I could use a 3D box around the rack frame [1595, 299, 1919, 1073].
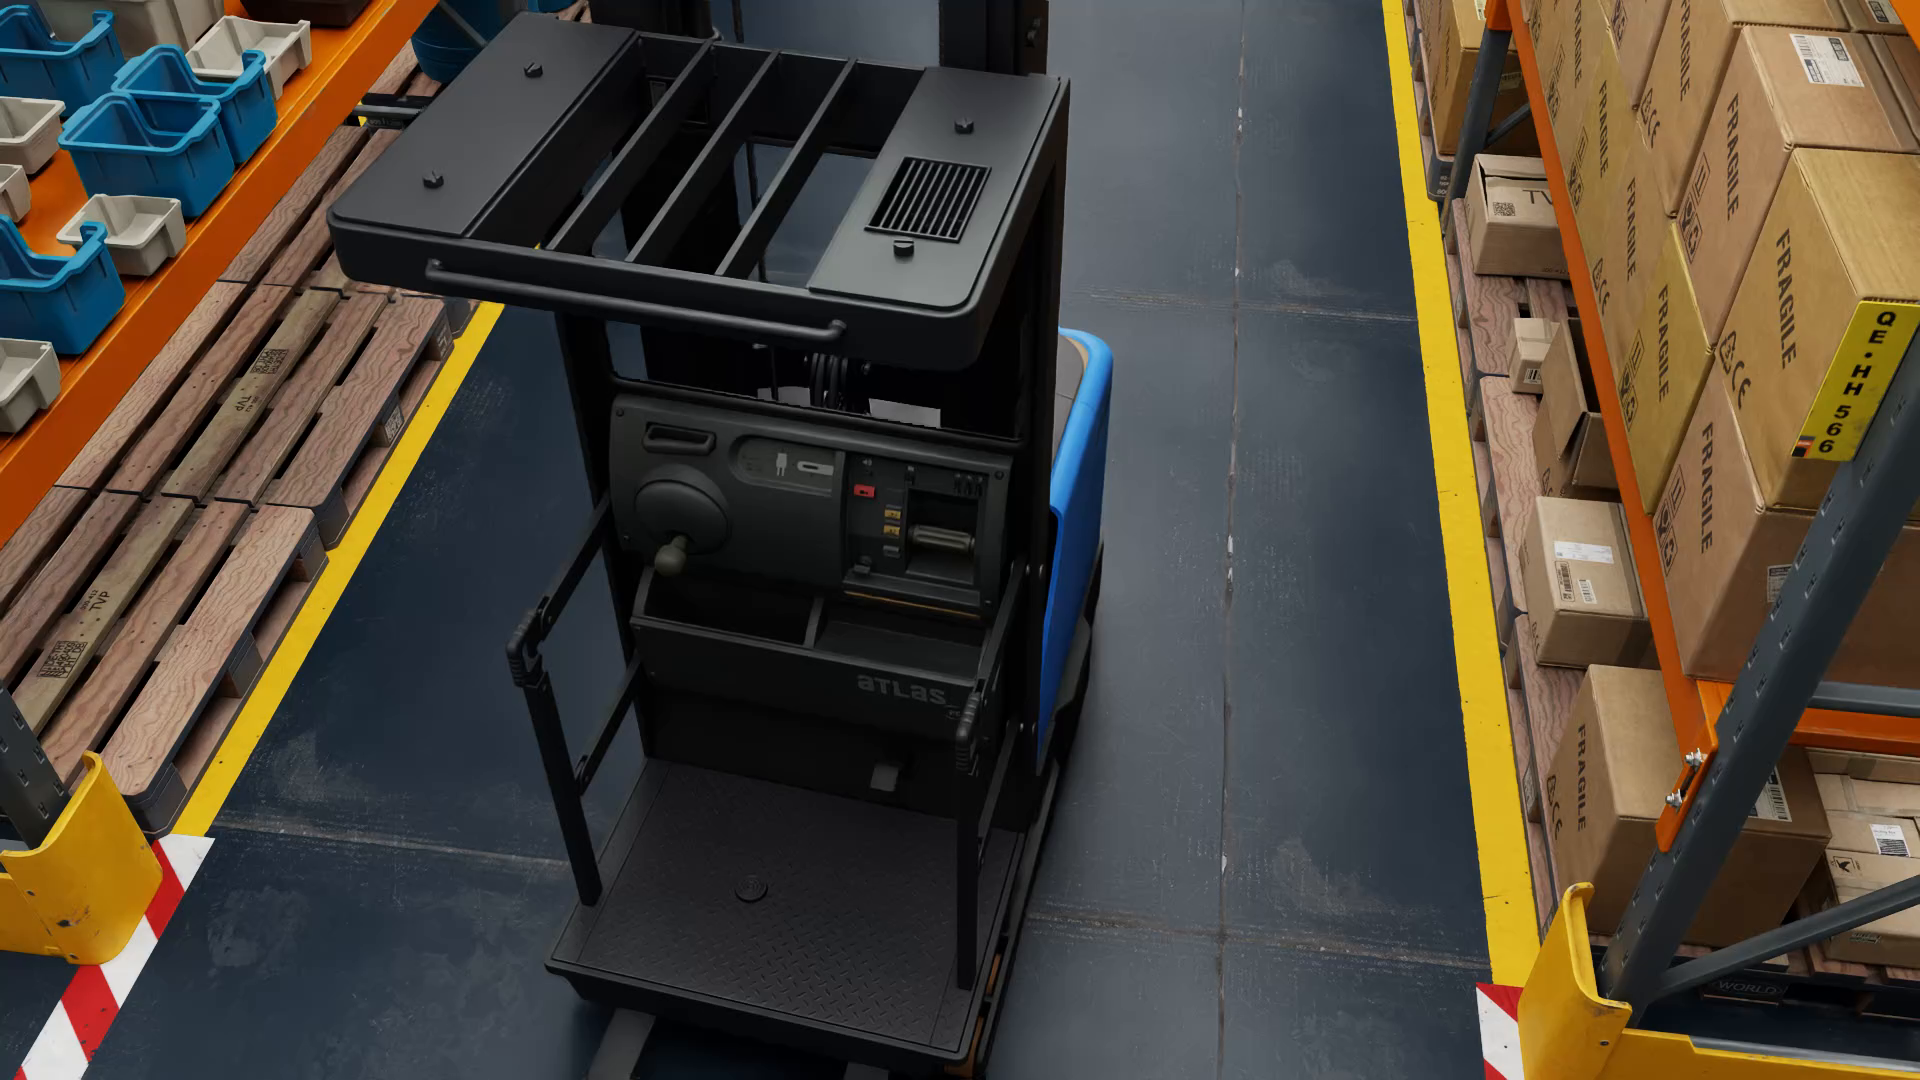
[{"bbox_3d":[2.039,0.340,3.209,1.000,3.000,0.127,5,44,6],"label":"rack frame"}]

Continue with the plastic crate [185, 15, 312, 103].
[{"bbox_3d":[-2.274,-1.551,5.354,0.293,0.136,0.466,5,44,6],"label":"plastic crate"}]

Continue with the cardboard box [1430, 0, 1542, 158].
[{"bbox_3d":[2.348,-2.000,7.179,0.500,0.500,0.500,5,44,5],"label":"cardboard box"}]

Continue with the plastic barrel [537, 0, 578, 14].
[{"bbox_3d":[-2.160,-3.081,8.043,0.600,0.901,0.708,5,44,6],"label":"plastic barrel"}]

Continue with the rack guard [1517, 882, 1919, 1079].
[{"bbox_3d":[2.049,1.196,4.123,1.175,0.500,0.348,5,44,6],"label":"rack guard"}]

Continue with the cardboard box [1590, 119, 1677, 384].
[{"bbox_3d":[1.964,-0.720,4.256,0.500,0.500,0.500,6,44,6],"label":"cardboard box"}]

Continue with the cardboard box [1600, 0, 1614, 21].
[{"bbox_3d":[2.090,-1.788,4.657,0.500,0.500,0.500,4,44,4],"label":"cardboard box"}]

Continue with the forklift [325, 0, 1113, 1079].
[{"bbox_3d":[-0.399,0.019,3.598,1.130,2.935,3.031,10,44,10],"label":"forklift"}]

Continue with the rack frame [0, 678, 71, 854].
[{"bbox_3d":[-2.871,-0.113,3.687,1.000,3.000,0.127,5,44,6],"label":"rack frame"}]

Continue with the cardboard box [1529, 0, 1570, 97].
[{"bbox_3d":[2.165,-1.750,5.344,0.500,0.500,0.500,6,44,6],"label":"cardboard box"}]

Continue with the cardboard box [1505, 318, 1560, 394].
[{"bbox_3d":[2.193,-0.660,6.006,0.380,0.166,0.250,5,44,6],"label":"cardboard box"}]

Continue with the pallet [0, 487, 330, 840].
[{"bbox_3d":[-2.723,0.341,5.236,1.003,0.211,1.213,5,44,6],"label":"pallet"}]

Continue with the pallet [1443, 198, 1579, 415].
[{"bbox_3d":[2.476,-0.905,6.553,1.003,0.211,1.213,5,44,6],"label":"pallet"}]

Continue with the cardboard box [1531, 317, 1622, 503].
[{"bbox_3d":[2.324,-0.358,5.443,0.797,0.503,0.637,5,44,6],"label":"cardboard box"}]

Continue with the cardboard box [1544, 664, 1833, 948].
[{"bbox_3d":[1.866,0.695,4.332,0.500,0.500,0.500,5,44,6],"label":"cardboard box"}]

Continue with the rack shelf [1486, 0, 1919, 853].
[{"bbox_3d":[2.303,-0.762,4.896,1.077,0.370,4.000,5,44,6],"label":"rack shelf"}]

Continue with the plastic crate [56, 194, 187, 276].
[{"bbox_3d":[-2.298,-0.850,4.615,0.250,0.136,0.298,5,44,6],"label":"plastic crate"}]

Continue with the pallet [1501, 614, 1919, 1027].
[{"bbox_3d":[2.153,0.758,4.797,1.003,0.211,1.213,5,44,6],"label":"pallet"}]

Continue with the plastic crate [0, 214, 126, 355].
[{"bbox_3d":[-2.425,-0.661,4.344,0.416,0.233,0.300,5,44,6],"label":"plastic crate"}]

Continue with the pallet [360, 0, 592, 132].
[{"bbox_3d":[-2.199,-2.348,8.077,1.003,0.211,1.213,5,44,6],"label":"pallet"}]

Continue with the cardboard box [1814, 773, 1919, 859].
[{"bbox_3d":[2.468,0.785,4.480,0.380,0.166,0.250,5,44,6],"label":"cardboard box"}]

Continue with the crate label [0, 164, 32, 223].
[{"bbox_3d":[-2.877,-0.999,4.772,0.396,0.136,0.243,5,44,6],"label":"crate label"}]

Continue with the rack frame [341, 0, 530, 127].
[{"bbox_3d":[-2.342,-2.839,6.566,1.000,3.000,0.127,5,44,6],"label":"rack frame"}]

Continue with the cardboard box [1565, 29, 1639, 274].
[{"bbox_3d":[2.031,-1.063,4.618,0.500,0.500,0.500,5,44,5],"label":"cardboard box"}]

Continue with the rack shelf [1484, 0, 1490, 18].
[{"bbox_3d":[2.832,-3.488,7.775,1.077,0.370,4.000,5,44,6],"label":"rack shelf"}]

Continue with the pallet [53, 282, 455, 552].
[{"bbox_3d":[-2.560,-0.488,6.112,1.003,0.211,1.213,5,44,6],"label":"pallet"}]

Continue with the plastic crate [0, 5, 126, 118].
[{"bbox_3d":[-2.854,-1.497,5.227,0.416,0.233,0.300,5,44,6],"label":"plastic crate"}]

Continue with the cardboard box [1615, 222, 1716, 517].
[{"bbox_3d":[1.893,-0.380,3.897,0.500,0.500,0.500,6,44,6],"label":"cardboard box"}]

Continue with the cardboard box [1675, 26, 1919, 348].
[{"bbox_3d":[1.891,-0.732,3.541,0.500,0.500,0.500,6,44,7],"label":"cardboard box"}]

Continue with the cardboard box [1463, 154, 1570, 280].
[{"bbox_3d":[2.297,-1.303,6.580,0.500,0.311,0.500,5,44,6],"label":"cardboard box"}]

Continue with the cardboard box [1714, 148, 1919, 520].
[{"bbox_3d":[1.825,-0.388,3.178,0.500,0.500,0.500,5,44,5],"label":"cardboard box"}]

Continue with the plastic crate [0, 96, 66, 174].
[{"bbox_3d":[-2.857,-1.203,4.987,0.298,0.136,0.250,5,44,6],"label":"plastic crate"}]

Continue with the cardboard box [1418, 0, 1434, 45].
[{"bbox_3d":[2.489,-2.678,7.895,0.500,0.500,0.500,6,44,6],"label":"cardboard box"}]

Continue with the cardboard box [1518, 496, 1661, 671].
[{"bbox_3d":[2.022,0.141,5.099,0.500,0.250,0.500,5,44,6],"label":"cardboard box"}]

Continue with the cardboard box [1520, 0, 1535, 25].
[{"bbox_3d":[2.230,-2.100,5.713,0.500,0.500,0.500,6,44,7],"label":"cardboard box"}]

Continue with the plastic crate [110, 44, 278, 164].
[{"bbox_3d":[-2.298,-1.314,5.034,0.416,0.233,0.300,5,44,6],"label":"plastic crate"}]

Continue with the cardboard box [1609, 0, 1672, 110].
[{"bbox_3d":[2.023,-1.436,4.285,0.500,0.500,0.500,6,44,7],"label":"cardboard box"}]

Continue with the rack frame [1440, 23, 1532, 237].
[{"bbox_3d":[2.567,-2.386,6.088,1.000,3.000,0.127,5,44,6],"label":"rack frame"}]

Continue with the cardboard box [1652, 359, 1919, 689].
[{"bbox_3d":[1.828,-0.026,3.523,0.500,0.500,0.500,6,44,7],"label":"cardboard box"}]

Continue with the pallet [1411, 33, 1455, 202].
[{"bbox_3d":[2.637,-1.931,7.636,1.003,0.211,1.213,5,44,6],"label":"pallet"}]

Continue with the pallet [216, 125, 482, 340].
[{"bbox_3d":[-2.401,-1.322,6.992,1.003,0.211,1.213,5,44,6],"label":"pallet"}]

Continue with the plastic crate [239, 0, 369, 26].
[{"bbox_3d":[-2.224,-1.973,5.809,0.437,0.125,0.590,5,44,6],"label":"plastic crate"}]

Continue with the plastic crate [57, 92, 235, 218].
[{"bbox_3d":[-2.338,-1.109,4.818,0.416,0.233,0.300,5,44,6],"label":"plastic crate"}]

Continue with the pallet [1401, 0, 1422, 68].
[{"bbox_3d":[2.796,-2.765,8.517,1.003,0.211,1.213,5,44,6],"label":"pallet"}]

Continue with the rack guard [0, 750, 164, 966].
[{"bbox_3d":[-2.861,0.813,4.528,1.175,0.500,0.348,5,44,6],"label":"rack guard"}]

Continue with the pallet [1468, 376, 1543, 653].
[{"bbox_3d":[2.317,-0.072,5.672,1.003,0.211,1.213,5,44,6],"label":"pallet"}]

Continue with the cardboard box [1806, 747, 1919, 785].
[{"bbox_3d":[2.458,0.493,4.727,0.500,0.250,0.500,5,44,6],"label":"cardboard box"}]

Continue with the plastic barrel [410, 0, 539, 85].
[{"bbox_3d":[-2.253,-2.599,7.533,0.600,0.901,0.708,5,44,6],"label":"plastic barrel"}]

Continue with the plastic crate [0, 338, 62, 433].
[{"bbox_3d":[-2.387,-0.388,4.126,0.250,0.136,0.298,5,44,6],"label":"plastic crate"}]

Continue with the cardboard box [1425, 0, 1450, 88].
[{"bbox_3d":[2.422,-2.337,7.534,0.500,0.500,0.500,5,44,6],"label":"cardboard box"}]

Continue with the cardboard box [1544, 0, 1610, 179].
[{"bbox_3d":[2.097,-1.410,4.984,0.500,0.500,0.500,5,44,5],"label":"cardboard box"}]

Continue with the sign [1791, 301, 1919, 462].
[{"bbox_3d":[1.491,-0.259,2.770,0.100,0.325,0.005,5,44,6],"label":"sign"}]

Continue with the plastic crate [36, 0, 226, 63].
[{"bbox_3d":[-2.727,-1.794,5.505,0.437,0.282,0.530,5,44,6],"label":"plastic crate"}]

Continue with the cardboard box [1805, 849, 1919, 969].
[{"bbox_3d":[2.435,0.961,4.306,0.380,0.149,0.250,5,44,6],"label":"cardboard box"}]

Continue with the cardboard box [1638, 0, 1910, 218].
[{"bbox_3d":[1.955,-1.086,3.915,0.500,0.500,0.500,6,44,7],"label":"cardboard box"}]
